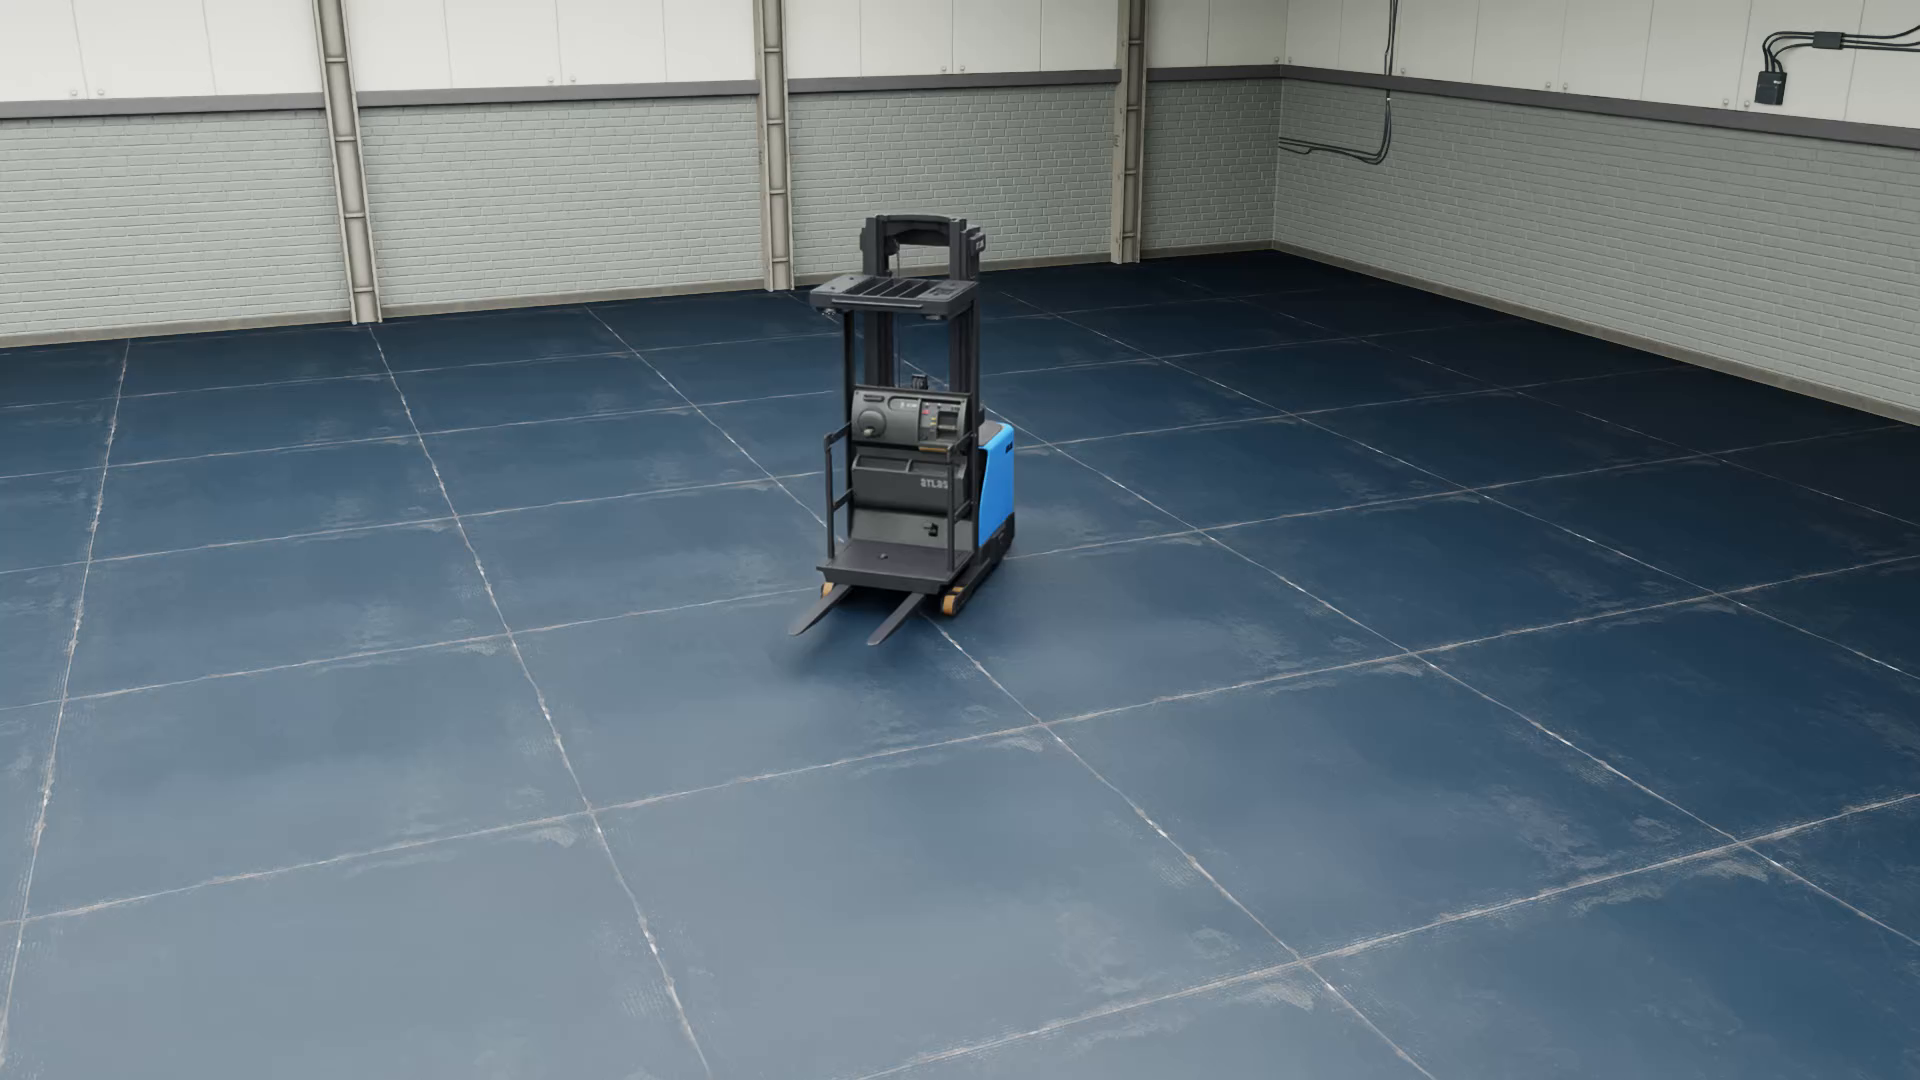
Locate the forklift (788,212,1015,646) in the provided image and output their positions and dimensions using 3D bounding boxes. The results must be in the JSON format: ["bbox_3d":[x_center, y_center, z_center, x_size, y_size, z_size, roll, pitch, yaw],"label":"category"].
[{"bbox_3d":[-0.460,-0.941,12.782,1.130,2.935,3.031,6,20,17],"label":"forklift"}]

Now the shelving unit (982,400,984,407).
[{"bbox_3d":[0.064,-0.655,14.575,0.189,1.200,0.258,-13,23,-32],"label":"shelving unit"}]

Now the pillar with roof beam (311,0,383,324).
[{"bbox_3d":[-6.569,-5.985,17.970,0.400,9.000,9.100,-8,21,-22],"label":"pillar with roof beam"}]

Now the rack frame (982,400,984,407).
[{"bbox_3d":[0.140,-0.672,14.623,0.006,1.200,0.240,-13,23,-32],"label":"rack frame"}]

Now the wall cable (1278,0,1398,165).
[{"bbox_3d":[5.973,-7.396,26.653,0.112,2.526,3.097,-8,21,-22],"label":"wall cable"}]

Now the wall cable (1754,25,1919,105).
[{"bbox_3d":[9.719,-7.568,17.344,0.169,6.003,2.305,-8,21,-22],"label":"wall cable"}]

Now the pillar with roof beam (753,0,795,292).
[{"bbox_3d":[-1.060,-6.774,20.212,0.400,9.000,9.100,-8,21,-22],"label":"pillar with roof beam"}]

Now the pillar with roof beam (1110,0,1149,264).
[{"bbox_3d":[4.449,-7.563,22.453,0.400,9.000,9.100,-8,21,-22],"label":"pillar with roof beam"}]
